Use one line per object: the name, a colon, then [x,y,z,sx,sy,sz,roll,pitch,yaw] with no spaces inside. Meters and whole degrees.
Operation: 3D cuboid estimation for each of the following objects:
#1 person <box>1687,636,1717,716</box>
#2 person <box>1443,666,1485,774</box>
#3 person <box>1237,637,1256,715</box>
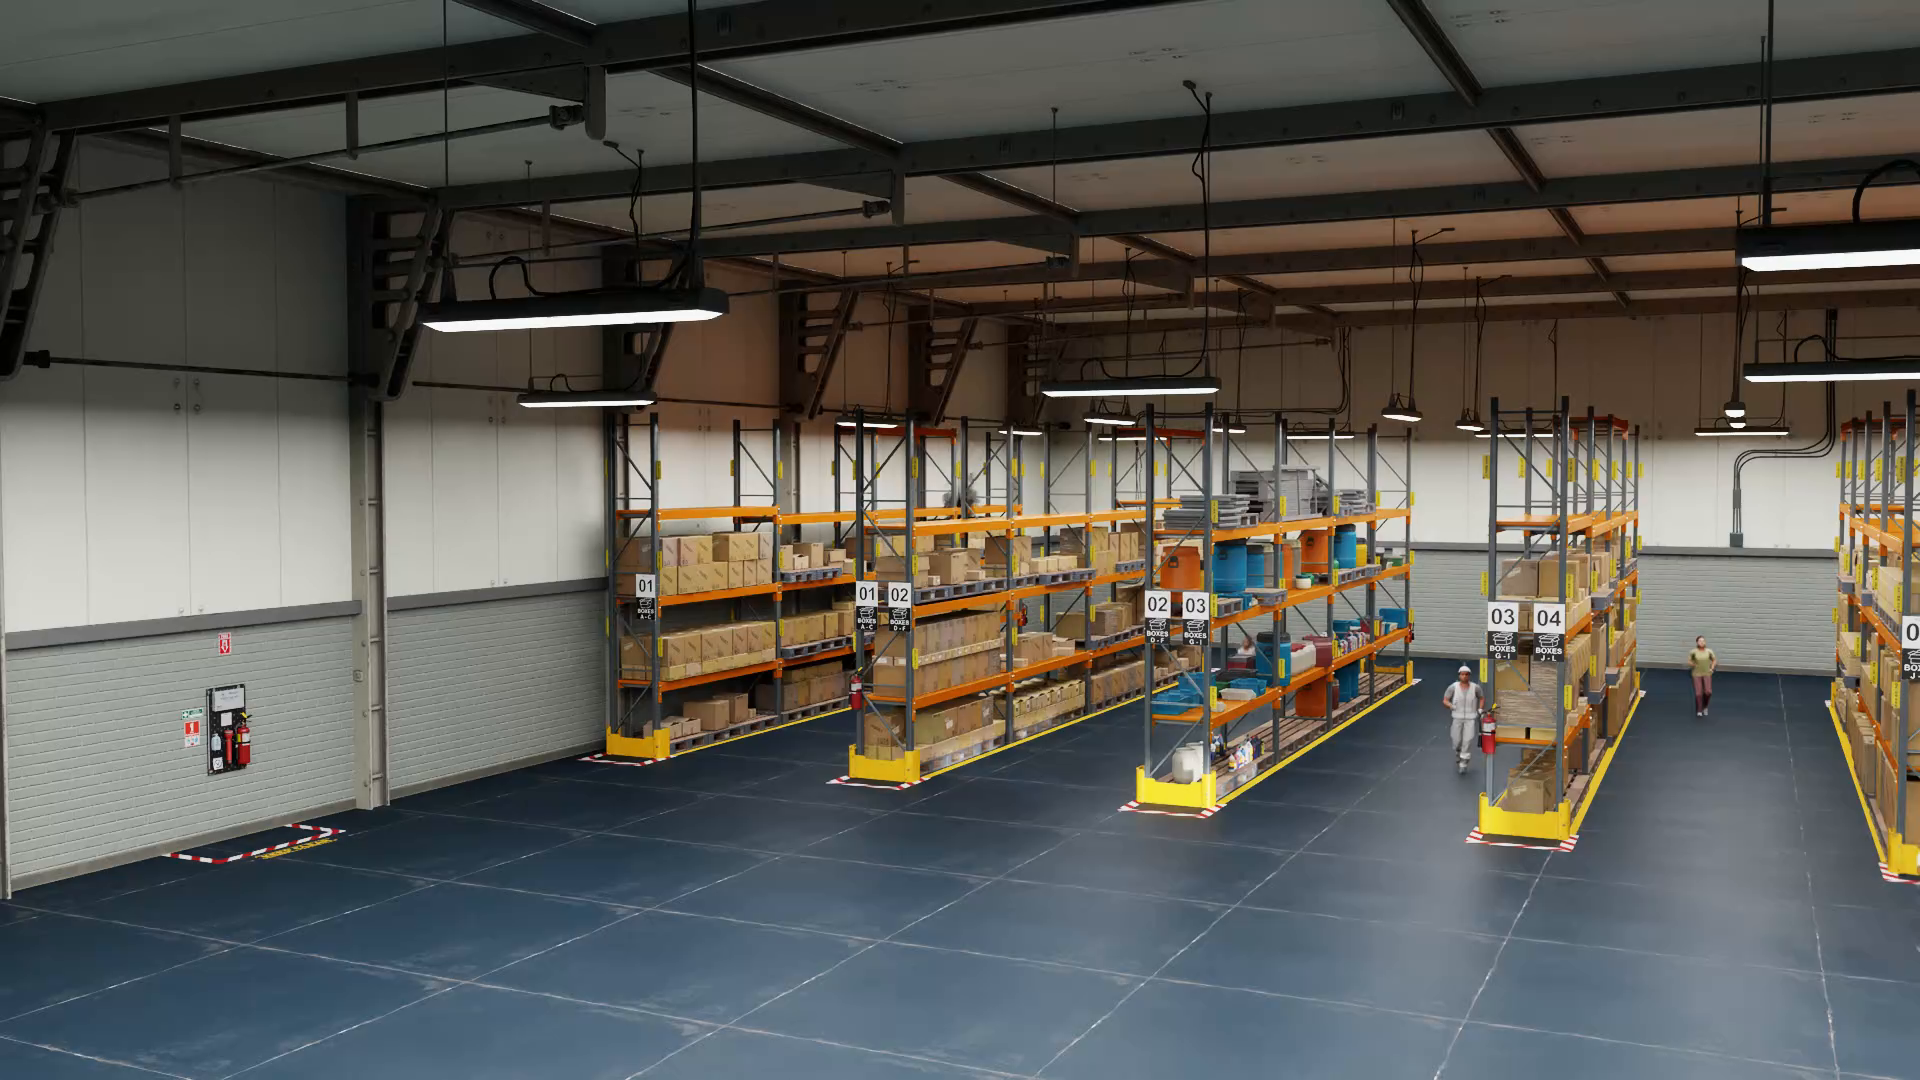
person: [14.993,2.757,33.596,0.567,1.631,0.556,1,3,19]
person: [8.344,2.959,27.536,0.663,1.757,0.782,1,2,16]
person: [5.929,2.784,34.290,0.548,1.582,0.611,1,3,26]
